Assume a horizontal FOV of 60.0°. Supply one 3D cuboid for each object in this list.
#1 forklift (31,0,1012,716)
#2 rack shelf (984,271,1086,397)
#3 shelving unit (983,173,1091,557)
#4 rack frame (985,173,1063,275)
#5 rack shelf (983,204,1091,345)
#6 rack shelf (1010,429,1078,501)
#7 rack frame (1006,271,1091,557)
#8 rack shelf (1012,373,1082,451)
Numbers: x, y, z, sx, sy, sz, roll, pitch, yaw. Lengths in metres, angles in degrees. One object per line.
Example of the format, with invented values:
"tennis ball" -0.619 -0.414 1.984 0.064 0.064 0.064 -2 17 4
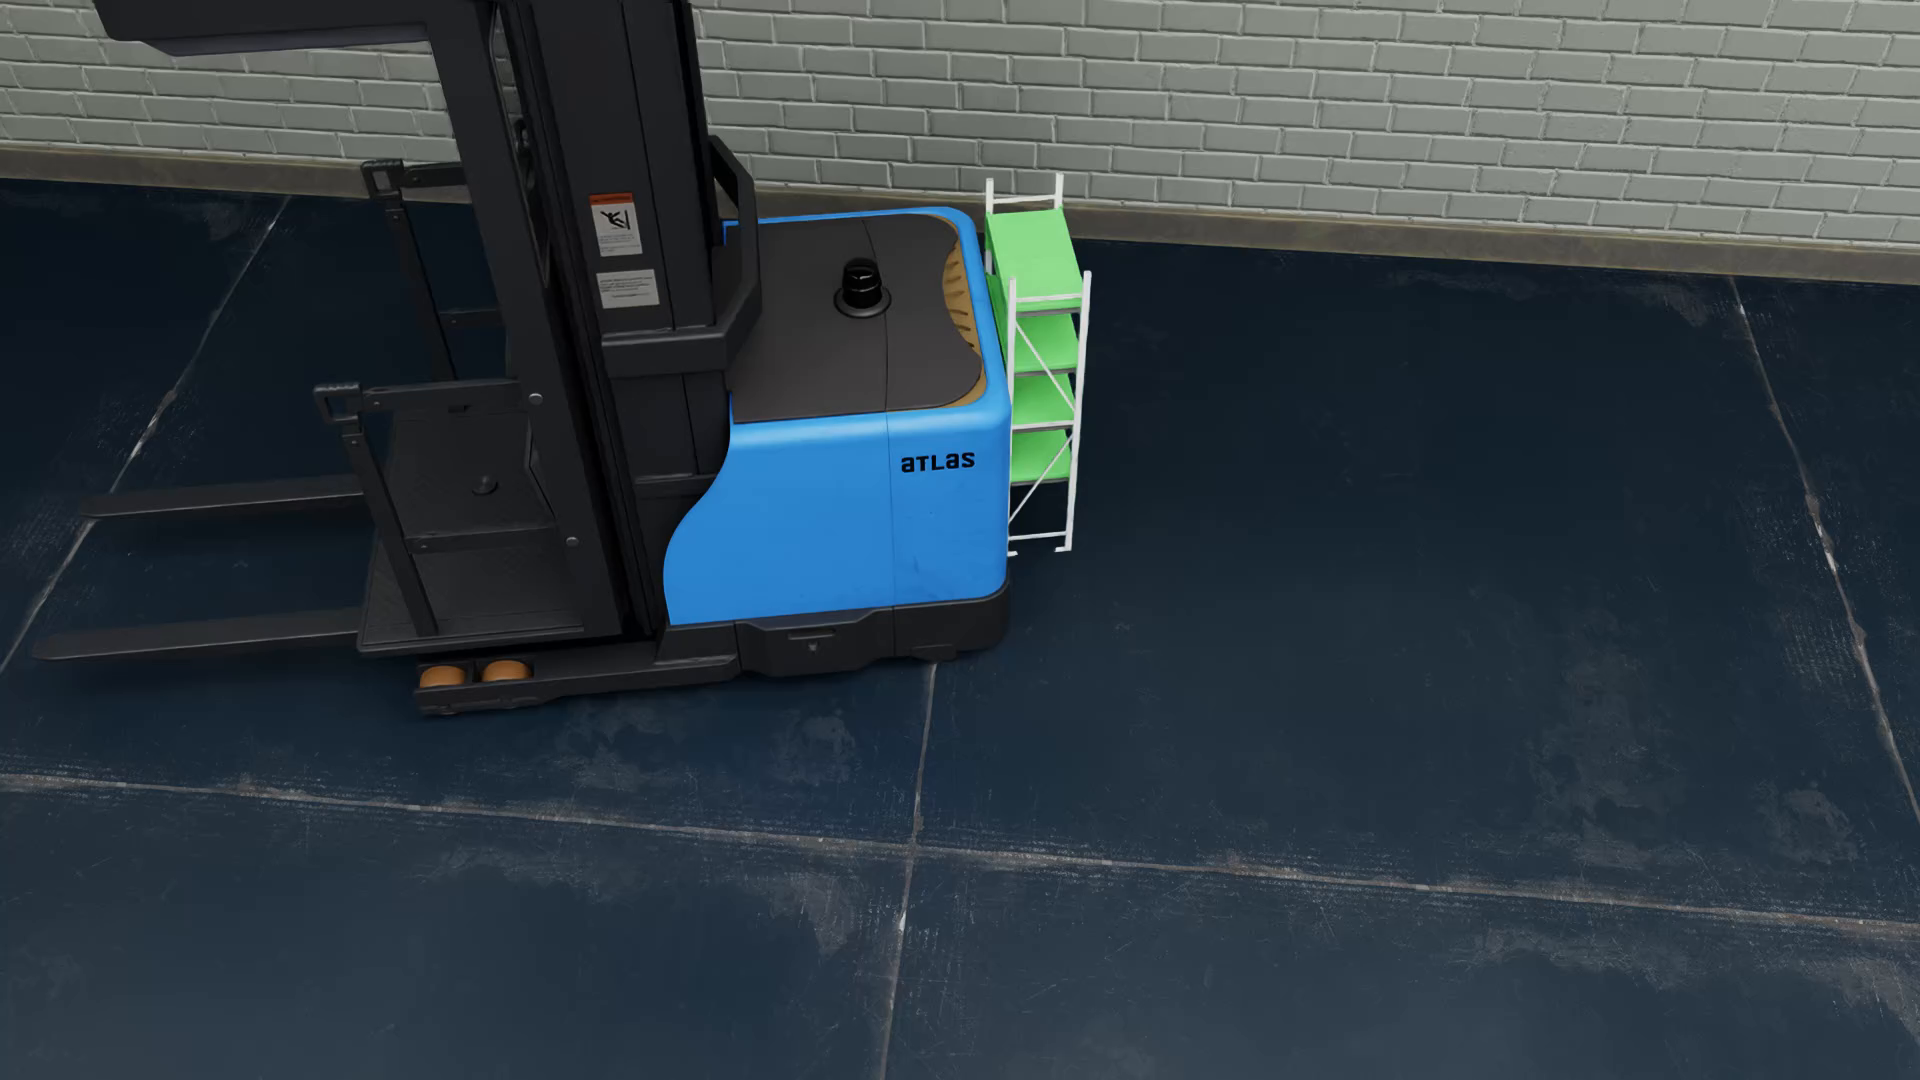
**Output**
"forklift" -1.396 -0.854 4.544 3.031 2.935 1.130 -5 48 -5
"rack shelf" 0.231 -0.661 5.302 0.258 0.148 0.480 -5 48 -5
"shelving unit" 0.231 -0.542 5.432 0.258 1.200 0.503 -5 48 -5
"rack frame" 0.201 -0.720 5.596 0.240 1.200 0.015 -5 48 -5
"rack shelf" 0.231 -0.823 5.125 0.258 0.148 0.480 -5 48 -5
"rack shelf" 0.231 -0.337 5.657 0.258 0.148 0.480 -5 48 -5
"rack frame" 0.262 -0.363 5.269 0.240 1.200 0.015 -5 48 -5
"rack shelf" 0.231 -0.499 5.480 0.258 0.148 0.480 -5 48 -5
